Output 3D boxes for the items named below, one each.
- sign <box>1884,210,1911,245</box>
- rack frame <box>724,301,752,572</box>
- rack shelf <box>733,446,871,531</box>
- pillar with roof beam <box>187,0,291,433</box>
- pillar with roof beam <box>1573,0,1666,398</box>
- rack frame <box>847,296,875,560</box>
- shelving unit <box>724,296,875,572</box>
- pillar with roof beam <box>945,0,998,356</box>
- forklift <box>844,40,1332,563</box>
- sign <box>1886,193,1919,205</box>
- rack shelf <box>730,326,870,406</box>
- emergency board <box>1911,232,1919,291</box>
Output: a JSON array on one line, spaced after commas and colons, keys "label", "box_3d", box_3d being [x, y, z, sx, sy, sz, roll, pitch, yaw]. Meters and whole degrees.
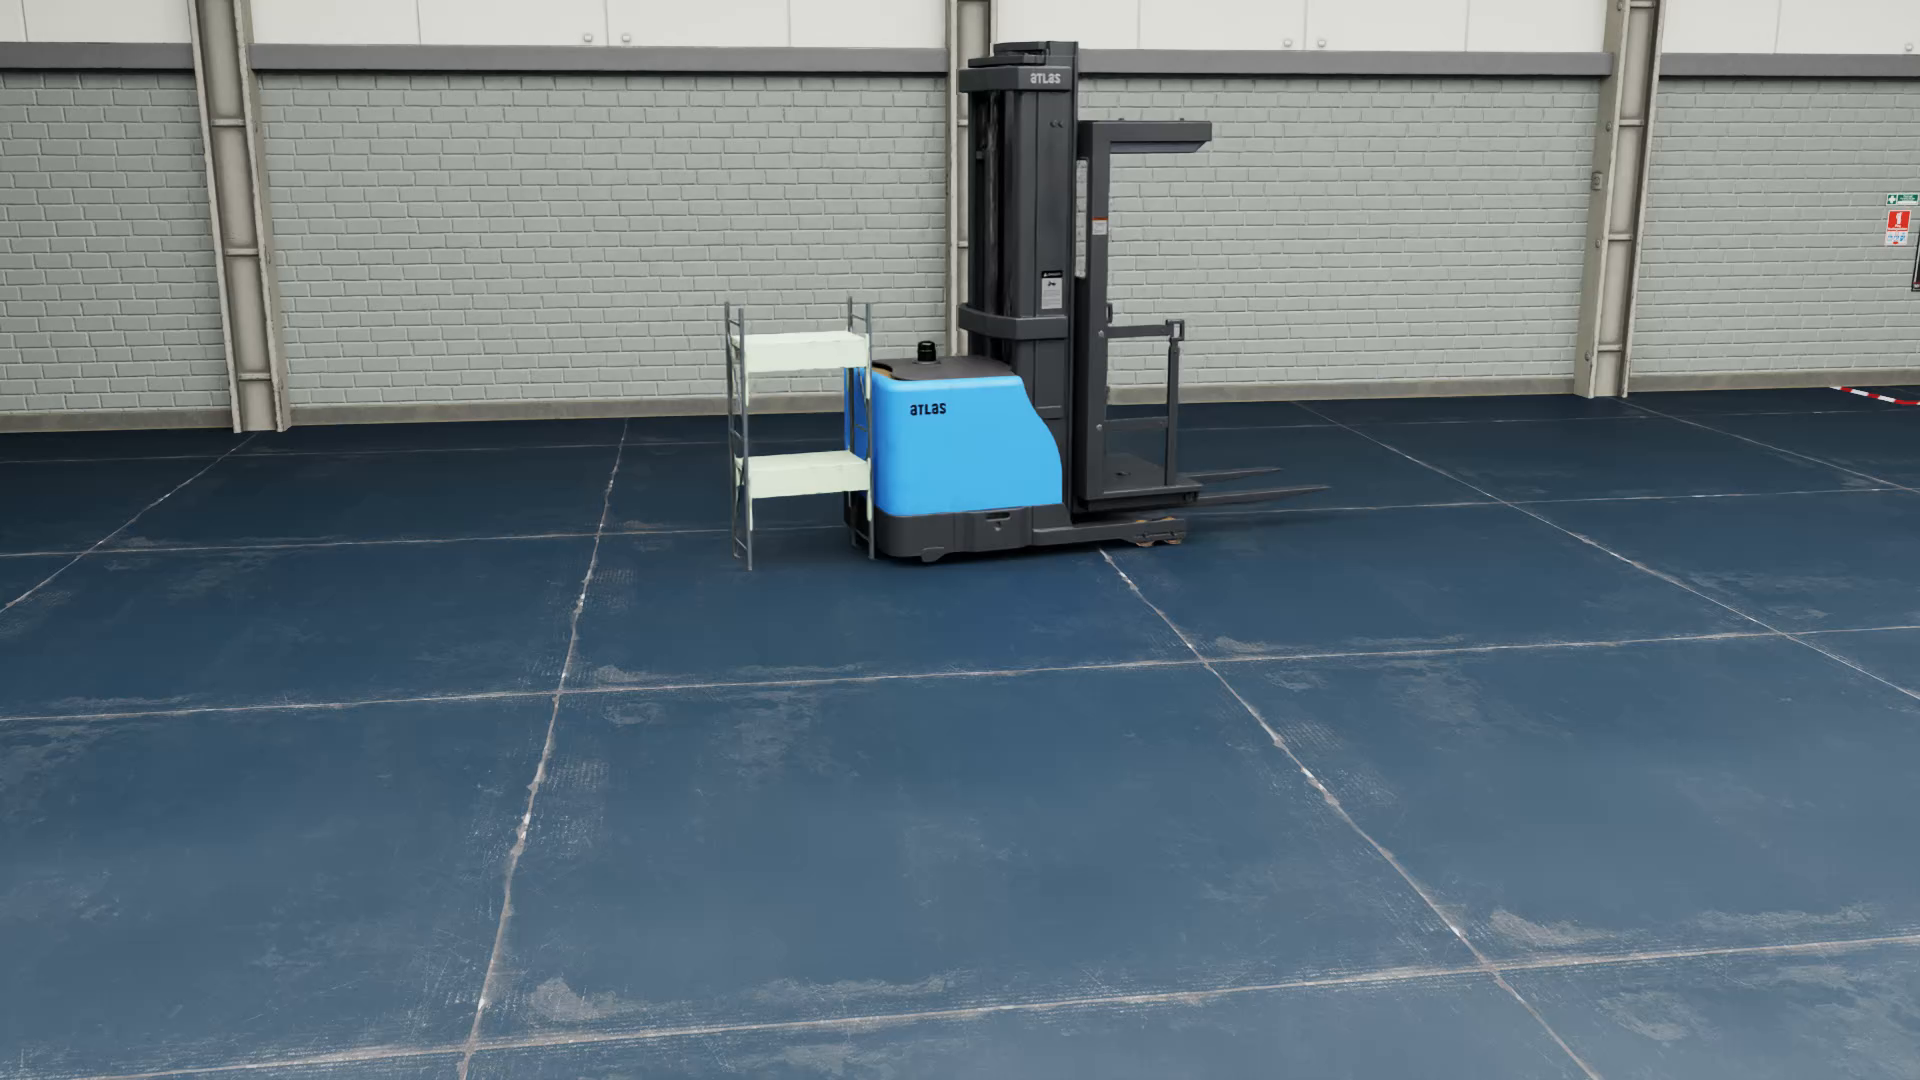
[{"label": "sign", "box_3d": [8.948, -2.981, 15.867, 0.234, 0.329, 0.001, -2, 14, -8]}, {"label": "rack frame", "box_3d": [-1.268, -0.593, 9.504, 0.023, 1.500, 0.400, -5, 15, -20]}, {"label": "rack shelf", "box_3d": [-0.925, -0.308, 9.706, 0.720, 0.370, 0.431, -5, 15, -20]}, {"label": "pillar with roof beam", "box_3d": [-5.198, -4.261, 8.713, 0.400, 9.000, 9.100, -2, 14, -8]}, {"label": "pillar with roof beam", "box_3d": [6.668, -4.696, 10.447, 0.400, 9.000, 9.100, -2, 14, -8]}, {"label": "rack frame", "box_3d": [-0.581, -0.655, 9.750, 0.023, 1.500, 0.400, -5, 15, -20]}, {"label": "shelving unit", "box_3d": [-0.925, -0.624, 9.627, 0.755, 1.500, 0.431, -5, 15, -20]}, {"label": "pillar with roof beam", "box_3d": [0.735, -4.478, 9.580, 0.400, 9.000, 9.100, -2, 14, -8]}, {"label": "forklift", "box_3d": [0.849, -1.492, 10.147, 3.031, 2.935, 1.130, -5, 15, -20]}, {"label": "sign", "box_3d": [8.954, -3.236, 15.795, 0.331, 0.109, 0.001, -2, 14, -8]}, {"label": "rack shelf", "box_3d": [-0.925, -1.002, 9.532, 0.720, 0.370, 0.431, -5, 15, -20]}, {"label": "emergency board", "box_3d": [9.499, -2.963, 15.868, 0.626, 1.169, 0.157, -2, 14, -8]}]
